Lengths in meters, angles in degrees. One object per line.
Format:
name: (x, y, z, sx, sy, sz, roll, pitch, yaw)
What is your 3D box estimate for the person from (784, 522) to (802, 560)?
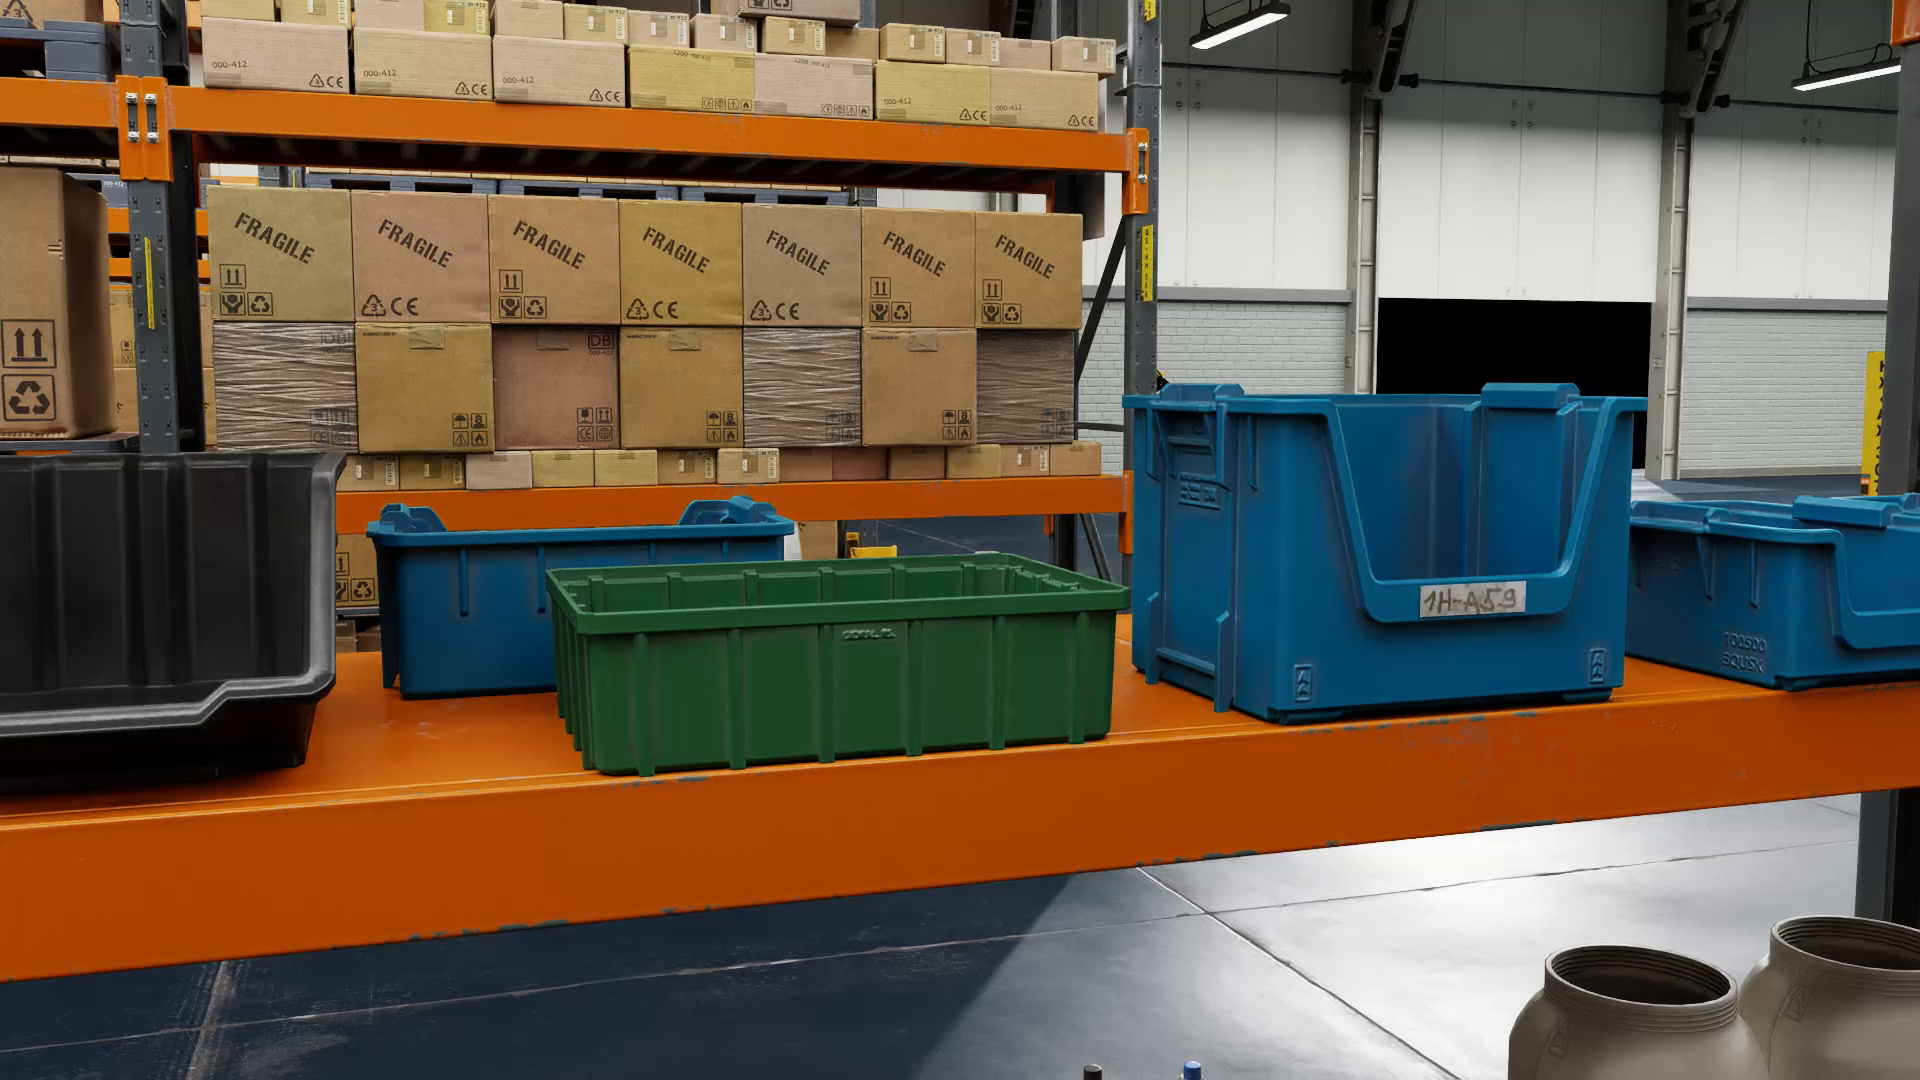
person: (-1.259, 0.226, 9.861, 0.574, 1.113, 0.950, -2, 6, -20)
